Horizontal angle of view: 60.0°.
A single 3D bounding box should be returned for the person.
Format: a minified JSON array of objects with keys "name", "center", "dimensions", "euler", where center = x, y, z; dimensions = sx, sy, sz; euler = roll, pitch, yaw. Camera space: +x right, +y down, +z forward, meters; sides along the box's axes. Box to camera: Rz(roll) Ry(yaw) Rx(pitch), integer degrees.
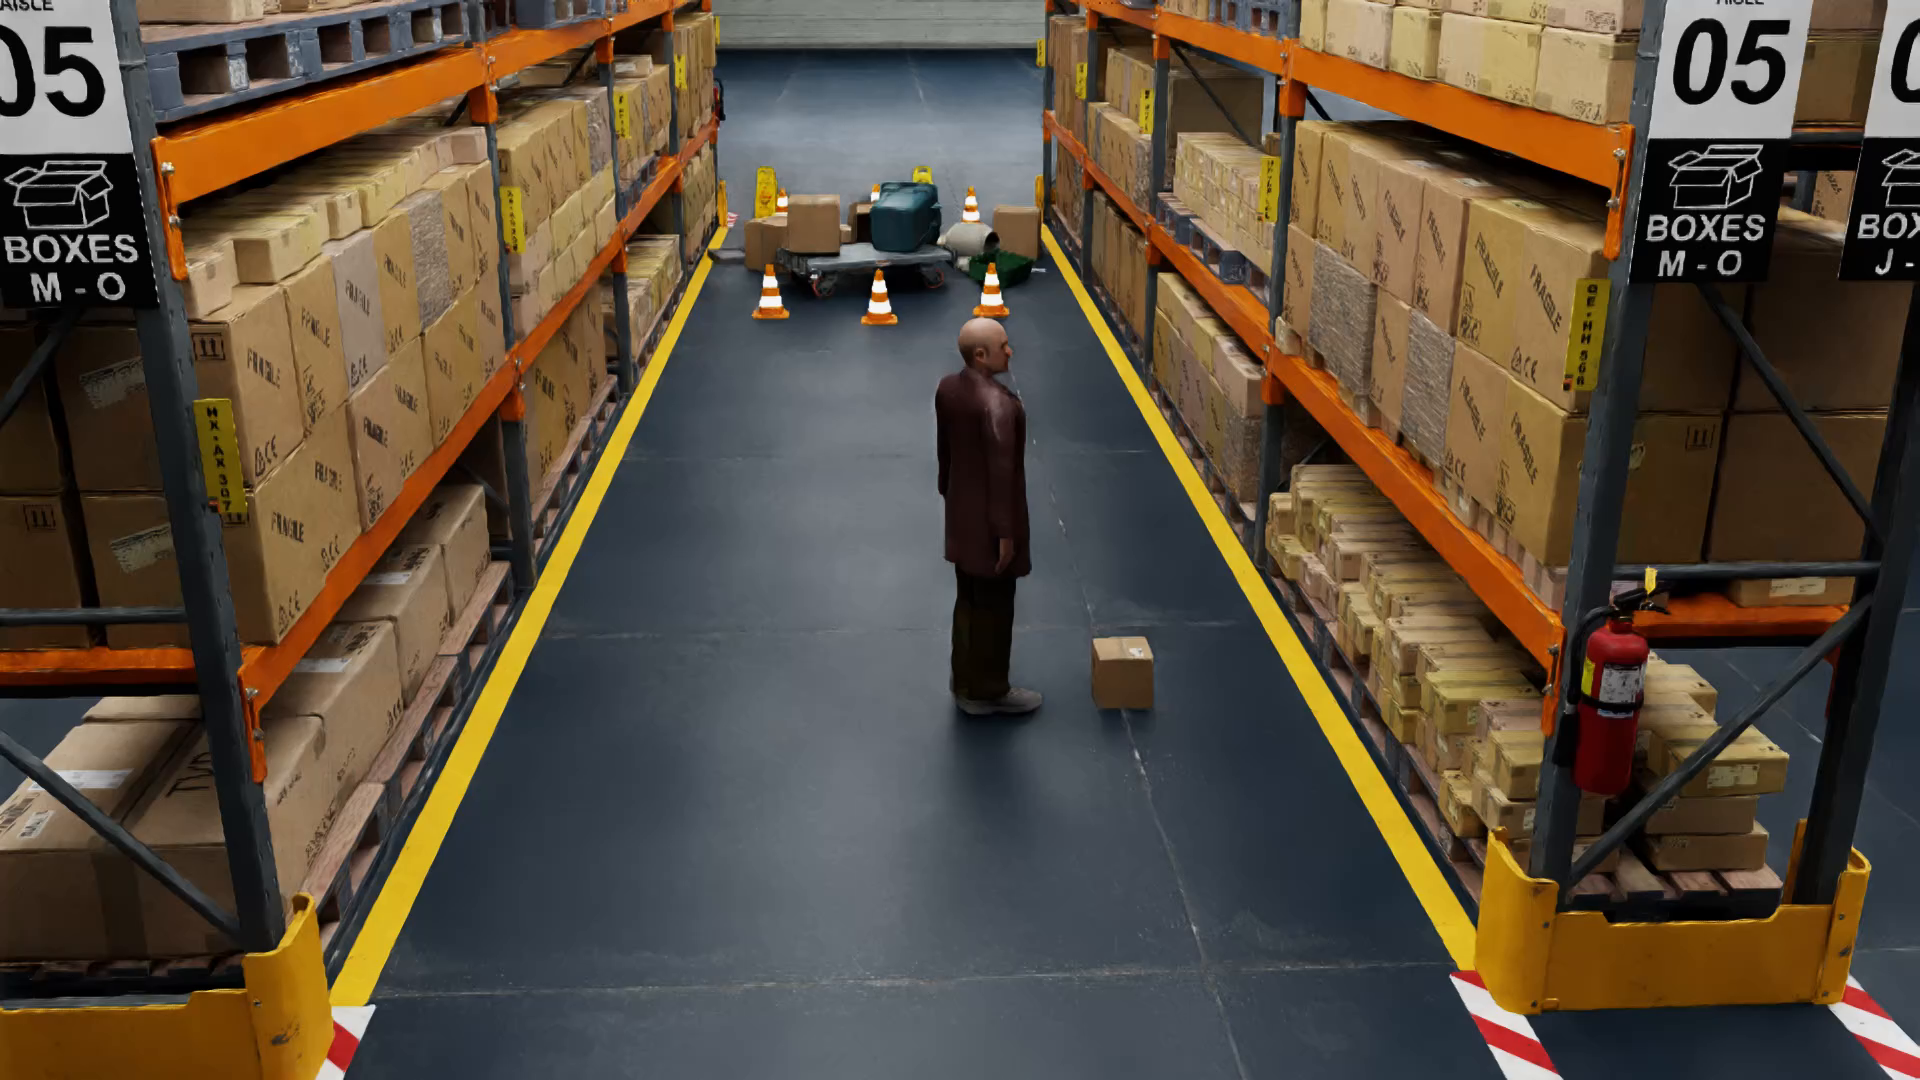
[{"name":"person","center":[0.105,-0.114,7.354],"dimensions":[0.379,1.785,0.735],"euler":[-12,24,-31]}]
